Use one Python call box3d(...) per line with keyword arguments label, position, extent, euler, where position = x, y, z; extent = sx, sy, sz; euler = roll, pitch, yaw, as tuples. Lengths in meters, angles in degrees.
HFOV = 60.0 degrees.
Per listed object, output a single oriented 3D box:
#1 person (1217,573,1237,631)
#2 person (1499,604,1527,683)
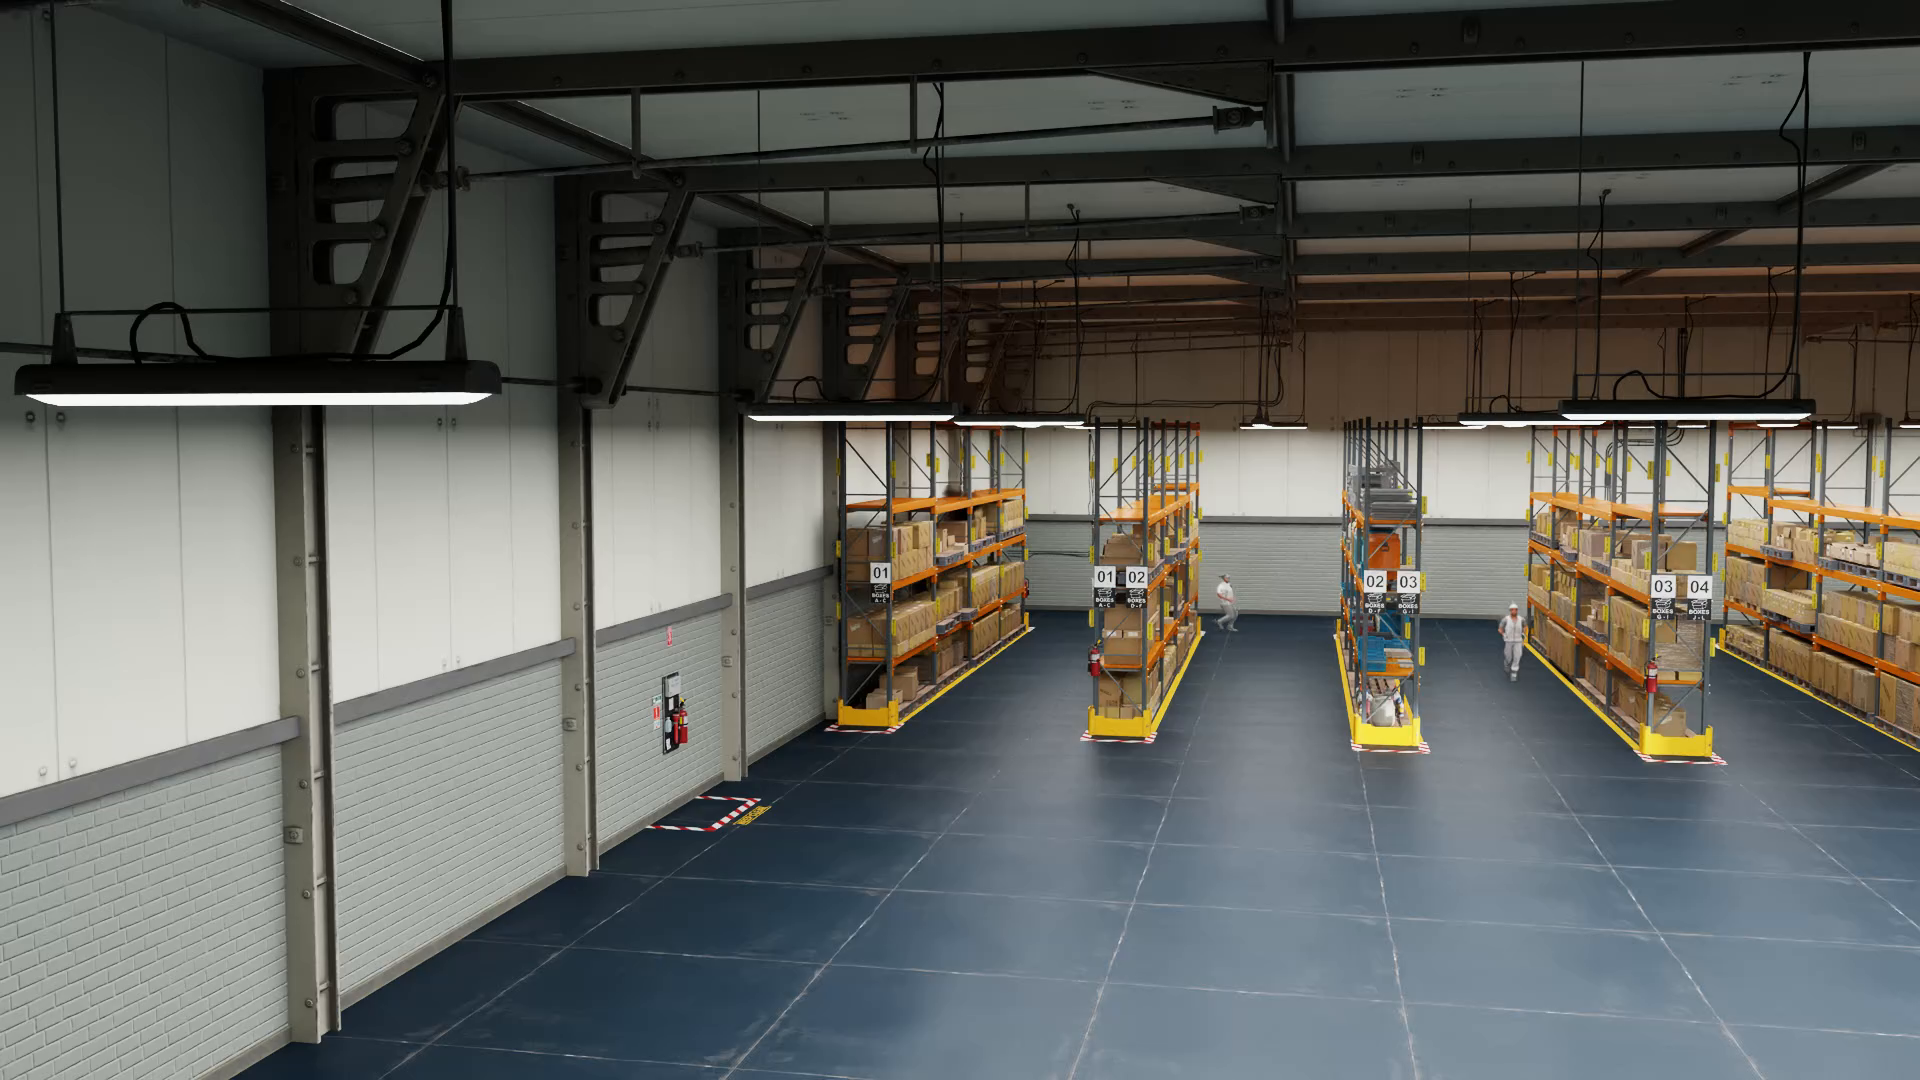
box3d(label="person", position=(7.661, 1.796, 47.773), extent=(0.568, 1.717, 0.726), euler=(2, 4, 28))
box3d(label="person", position=(12.740, 2.353, 38.276), extent=(0.655, 1.766, 0.889), euler=(1, 4, 9))
